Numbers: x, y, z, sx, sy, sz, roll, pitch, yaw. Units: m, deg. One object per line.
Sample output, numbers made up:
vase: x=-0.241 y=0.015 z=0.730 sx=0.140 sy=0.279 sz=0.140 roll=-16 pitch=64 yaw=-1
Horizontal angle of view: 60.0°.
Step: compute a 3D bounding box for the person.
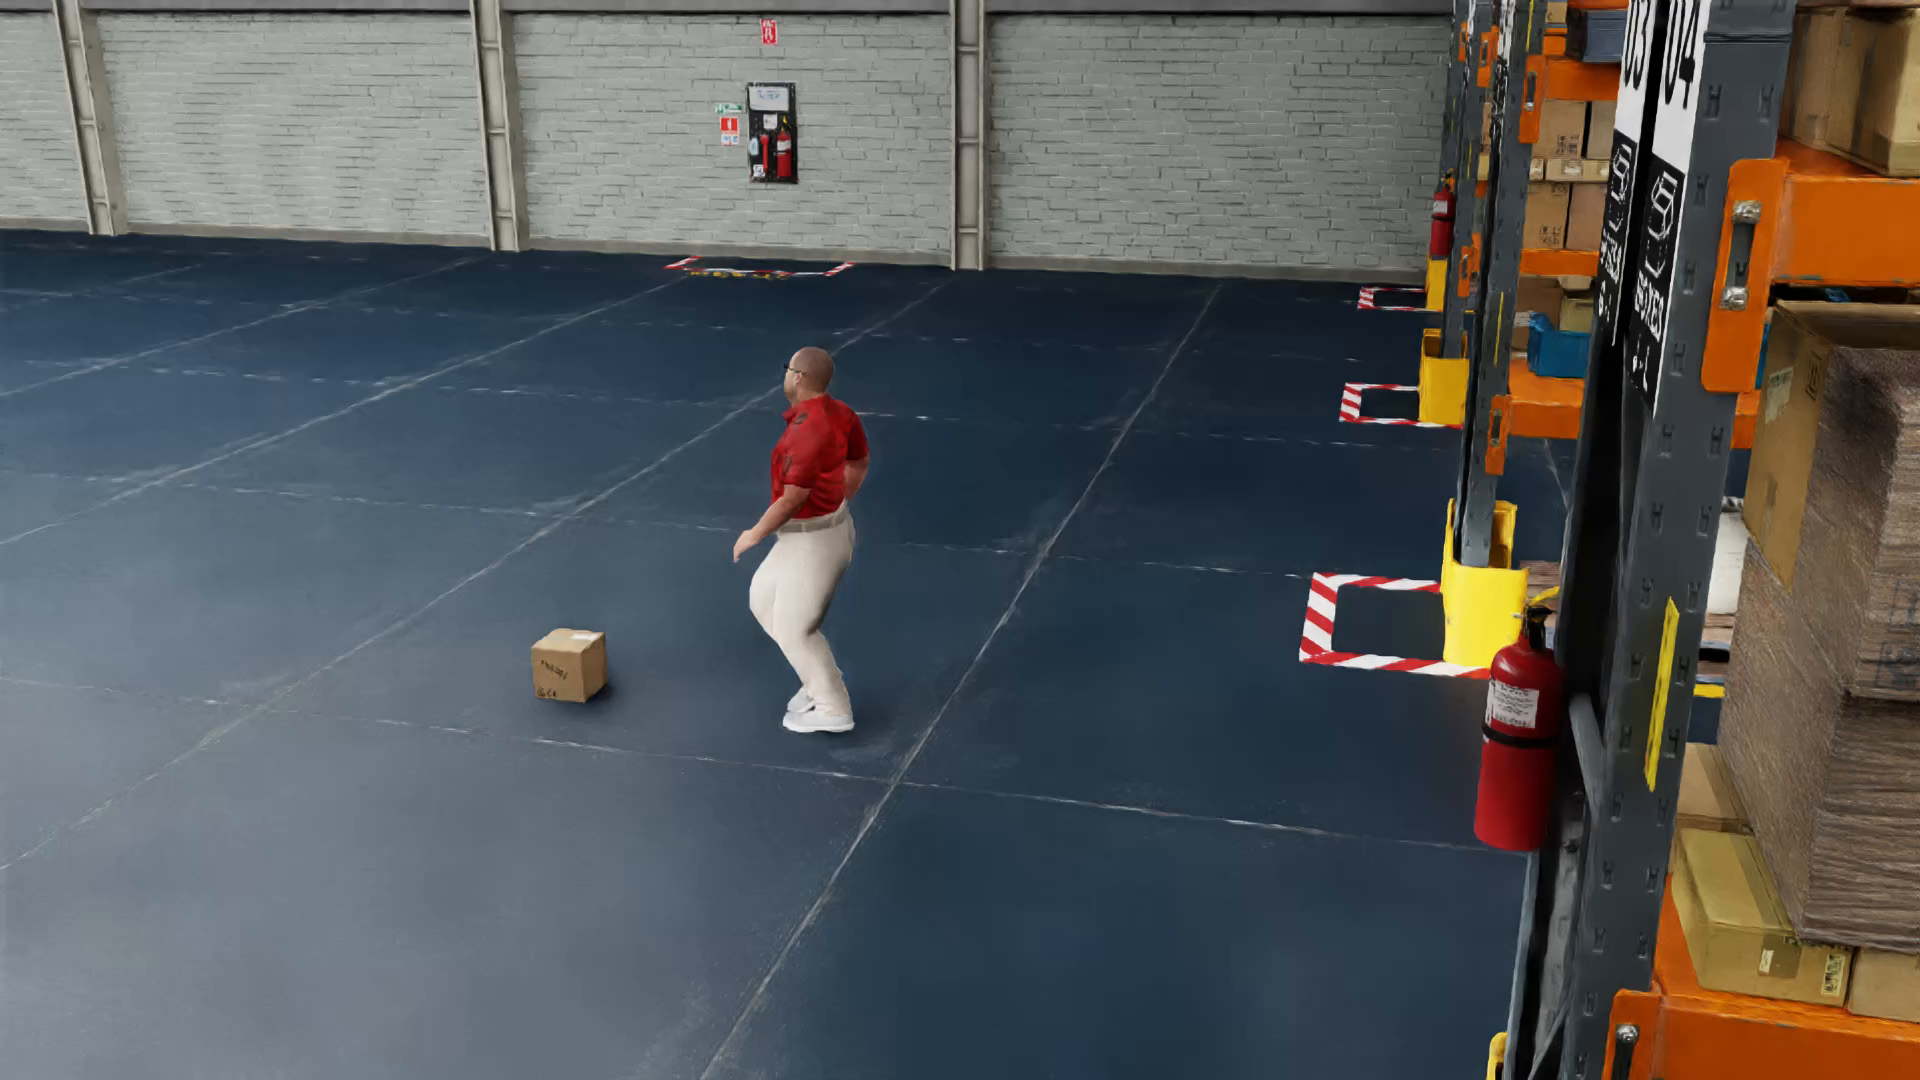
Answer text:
person: x=-0.677 y=0.028 z=7.093 sx=0.532 sy=1.725 sz=0.692 roll=2 pitch=18 yaw=5
